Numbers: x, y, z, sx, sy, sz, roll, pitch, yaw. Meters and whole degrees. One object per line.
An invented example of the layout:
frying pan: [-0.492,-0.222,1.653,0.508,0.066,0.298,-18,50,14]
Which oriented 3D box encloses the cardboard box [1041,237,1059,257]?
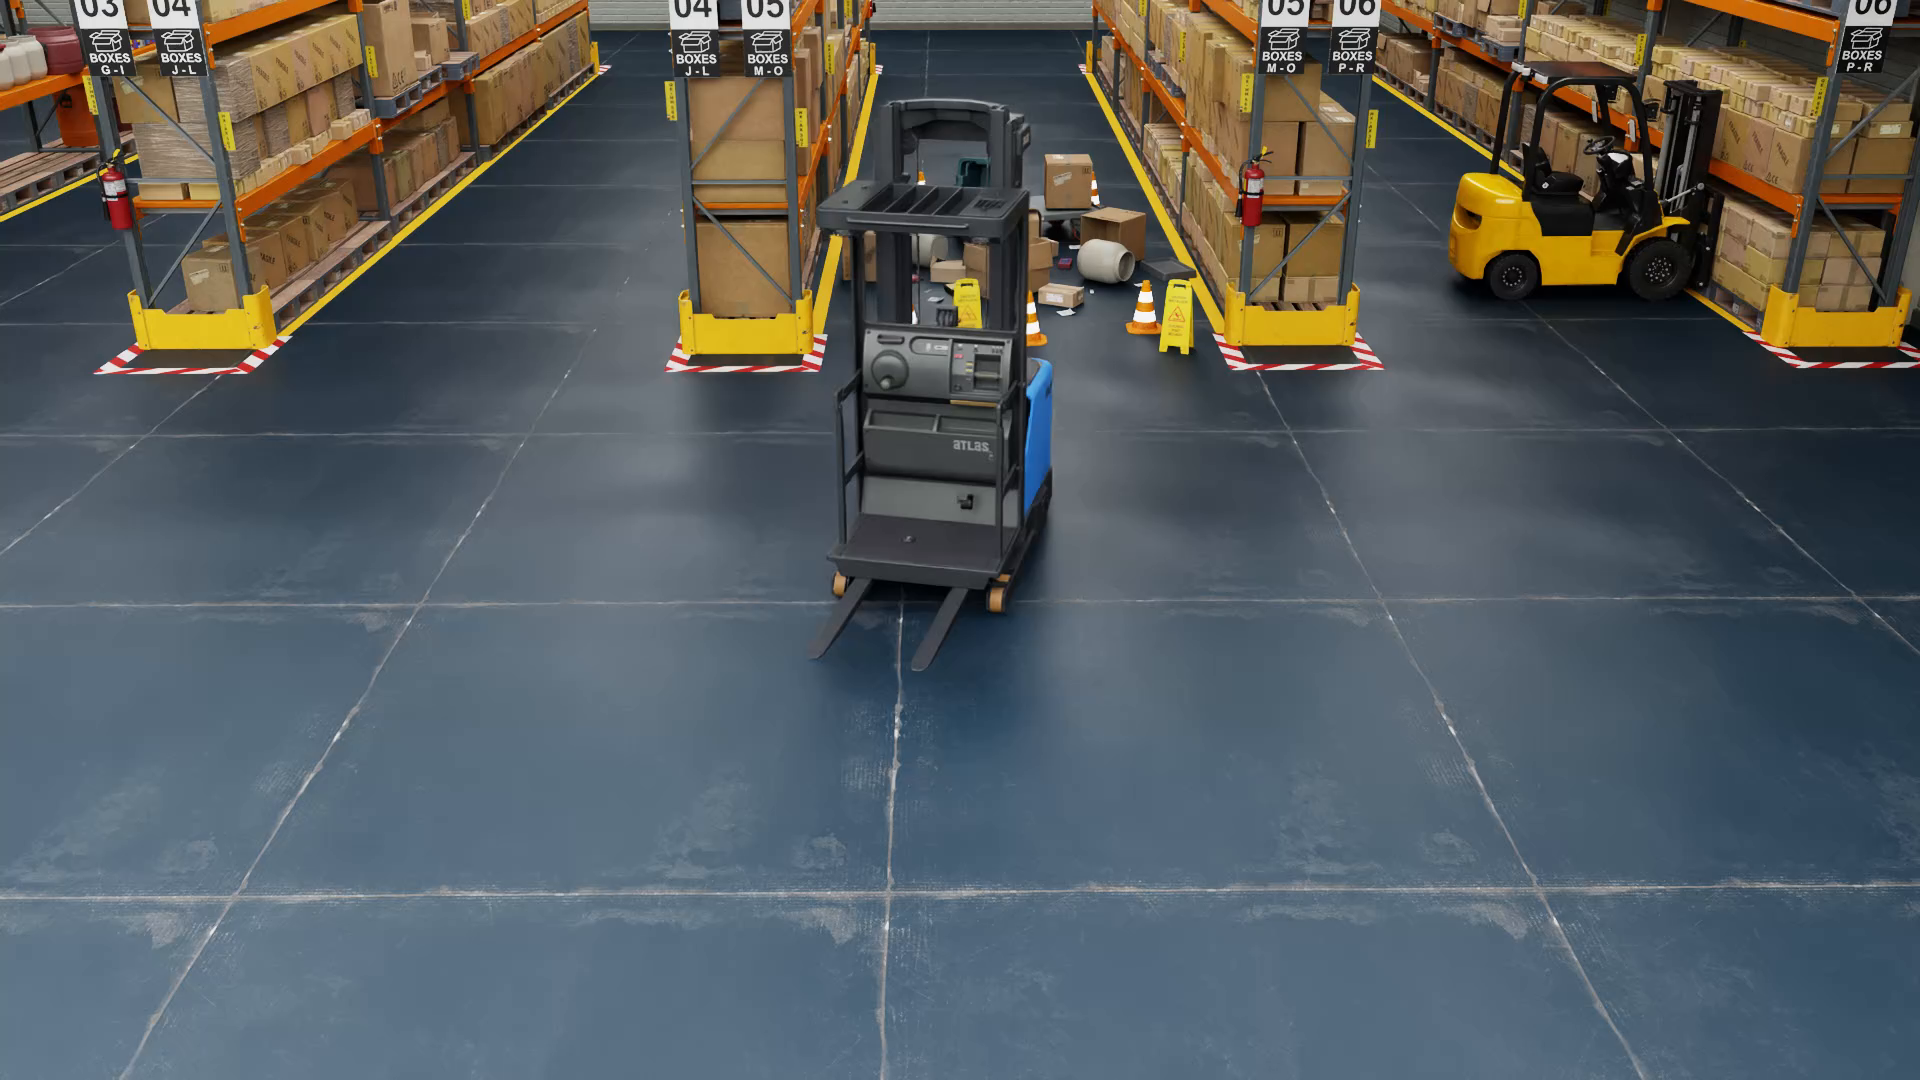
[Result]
cardboard box: [0.849,-3.236,18.083,0.258,0.266,0.396,-19,31,-36]

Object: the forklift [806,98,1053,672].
forklift: [-0.186,-1.053,10.022,1.130,2.935,3.031,5,25,12]

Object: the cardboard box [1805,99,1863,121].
cardboard box: [7.778,-3.826,14.801,0.380,0.149,0.250,0,24,0]

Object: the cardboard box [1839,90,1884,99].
cardboard box: [8.217,-4.036,15.264,0.380,0.149,0.250,0,24,0]

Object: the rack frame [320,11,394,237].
rack frame: [-6.923,-4.783,18.185,1.000,3.000,0.127,0,24,-1]

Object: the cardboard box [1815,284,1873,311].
cardboard box: [8.183,-2.345,15.621,0.500,0.250,0.500,0,24,0]

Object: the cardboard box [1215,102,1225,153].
cardboard box: [2.745,-3.995,15.961,0.500,0.500,0.500,0,24,-1]

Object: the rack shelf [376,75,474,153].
rack shelf: [-6.945,-5.279,20.156,1.077,0.370,4.000,0,24,-1]

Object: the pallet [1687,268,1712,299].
pallet: [7.932,-2.749,17.072,1.003,0.211,1.213,0,24,-1]

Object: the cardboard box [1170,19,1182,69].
cardboard box: [2.745,-5.806,19.456,0.500,0.500,0.500,1,24,1]

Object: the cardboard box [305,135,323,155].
cardboard box: [-6.625,-3.963,16.677,0.380,0.149,0.250,0,24,-1]

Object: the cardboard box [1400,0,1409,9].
cardboard box: [7.535,-8.905,27.605,0.380,0.149,0.250,0,24,1]

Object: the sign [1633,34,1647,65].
sign: [7.407,-5.336,18.100,0.100,0.325,0.005,0,24,-1]

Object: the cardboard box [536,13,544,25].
cardboard box: [-6.681,-8.088,25.798,0.380,0.149,0.250,0,24,0]

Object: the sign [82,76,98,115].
sign: [-7.435,-3.812,14.250,0.100,0.325,0.005,0,24,-1]

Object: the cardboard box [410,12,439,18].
cardboard box: [-6.921,-6.446,21.231,0.500,0.500,0.500,-3,25,-7]

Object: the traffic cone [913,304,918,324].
traffic cone: [-0.505,-2.185,15.519,0.336,0.463,0.334,0,24,-1]

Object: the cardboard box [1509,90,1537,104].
cardboard box: [7.647,-6.050,22.723,0.380,0.149,0.250,-1,24,-3]

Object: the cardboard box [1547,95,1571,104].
cardboard box: [8.212,-6.064,22.754,0.380,0.149,0.250,1,24,2]

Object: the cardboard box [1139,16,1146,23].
cardboard box: [2.675,-7.189,22.170,0.500,0.500,0.500,-1,24,-2]

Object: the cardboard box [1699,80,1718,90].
cardboard box: [7.675,-4.532,16.723,0.380,0.149,0.250,-1,24,-2]

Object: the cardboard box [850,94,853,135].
cardboard box: [-1.768,-5.964,23.320,0.500,0.500,0.500,0,24,0]

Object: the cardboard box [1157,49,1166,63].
cardboard box: [2.669,-6.075,20.837,0.380,0.149,0.250,0,24,0]

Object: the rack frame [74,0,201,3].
rack frame: [-6.880,-5.868,13.304,1.000,3.000,0.127,0,24,-1]

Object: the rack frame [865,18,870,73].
rack frame: [-2.094,-9.708,29.075,1.000,3.000,0.127,0,24,-1]

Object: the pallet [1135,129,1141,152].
pallet: [3.009,-5.530,23.222,1.003,0.211,1.213,0,24,-1]

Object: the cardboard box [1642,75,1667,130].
cardboard box: [7.693,-4.713,17.909,0.500,0.500,0.500,-1,24,-2]

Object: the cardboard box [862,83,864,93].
cardboard box: [-1.735,-7.214,26.509,0.380,0.149,0.250,0,24,1]

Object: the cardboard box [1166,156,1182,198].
cardboard box: [2.967,-4.334,19.871,0.950,0.372,0.625,1,24,3]

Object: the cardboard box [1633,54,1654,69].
cardboard box: [7.724,-5.332,18.491,0.380,0.149,0.250,1,24,1]

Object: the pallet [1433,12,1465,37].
pallet: [7.762,-7.731,24.935,1.003,0.211,1.213,0,24,-1]

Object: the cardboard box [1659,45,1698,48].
cardboard box: [8.208,-5.552,18.977,0.380,0.149,0.250,0,24,-1]

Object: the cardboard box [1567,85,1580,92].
cardboard box: [7.683,-5.614,20.205,0.500,0.250,0.500,1,24,1]

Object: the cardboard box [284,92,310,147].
cardboard box: [-6.940,-4.160,16.326,0.875,0.500,0.500,0,24,-1]

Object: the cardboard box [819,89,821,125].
cardboard box: [-1.947,-4.680,17.775,0.875,0.550,0.550,0,24,-1]

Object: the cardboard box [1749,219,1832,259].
cardboard box: [7.676,-2.785,15.382,0.500,0.250,0.500,1,24,1]

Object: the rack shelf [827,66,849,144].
rack shelf: [-1.984,-5.260,20.113,1.077,0.370,4.000,0,24,-1]

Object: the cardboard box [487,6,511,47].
cardboard box: [-6.721,-7.308,23.646,0.500,0.500,0.500,0,24,0]

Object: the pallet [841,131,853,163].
pallet: [-2.013,-5.463,23.073,1.003,0.211,1.213,0,24,-1]

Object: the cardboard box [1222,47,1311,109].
cardboard box: [2.808,-4.234,15.276,0.700,0.500,0.500,0,24,0]

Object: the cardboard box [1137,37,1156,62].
cardboard box: [2.677,-6.615,22.417,0.500,0.250,0.500,-1,24,-2]

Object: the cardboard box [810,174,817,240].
cardboard box: [-2.026,-3.727,17.920,0.875,0.875,0.875,0,24,0]

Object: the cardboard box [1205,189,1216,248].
cardboard box: [2.753,-3.211,16.627,0.500,0.500,0.500,-1,24,-2]

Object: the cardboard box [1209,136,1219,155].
cardboard box: [2.704,-3.951,16.650,0.380,0.149,0.250,0,24,-1]

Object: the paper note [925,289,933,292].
paper note: [-0.319,-2.519,16.807,0.032,0.001,0.123,13,27,27]

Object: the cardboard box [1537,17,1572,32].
cardboard box: [7.619,-6.598,21.290,0.380,0.149,0.250,0,24,1]

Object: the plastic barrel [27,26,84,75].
plastic barrel: [-11.612,-6.281,21.332,0.600,0.536,0.708,0,24,-1]

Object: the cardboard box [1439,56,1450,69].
cardboard box: [7.600,-7.347,25.590,0.380,0.149,0.250,1,24,2]

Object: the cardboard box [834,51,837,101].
cardboard box: [-1.708,-5.441,19.519,0.500,0.500,0.500,0,24,-1]

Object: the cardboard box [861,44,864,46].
cardboard box: [-1.820,-8.338,28.273,0.380,0.149,0.250,-1,24,-3]

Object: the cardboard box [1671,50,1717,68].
cardboard box: [7.767,-5.088,17.590,0.380,0.149,0.250,0,24,0]

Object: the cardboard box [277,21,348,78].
cardboard box: [-6.637,-5.029,17.034,0.500,0.500,0.500,0,24,-1]

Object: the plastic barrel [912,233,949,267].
plastic barrel: [-0.416,-3.129,17.655,0.512,0.421,0.421,19,30,35]

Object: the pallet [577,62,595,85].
pallet: [-6.967,-8.128,28.965,1.003,0.211,1.213,0,24,-1]

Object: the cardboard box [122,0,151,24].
cardboard box: [-7.139,-4.631,14.390,0.500,0.250,0.500,0,24,1]
